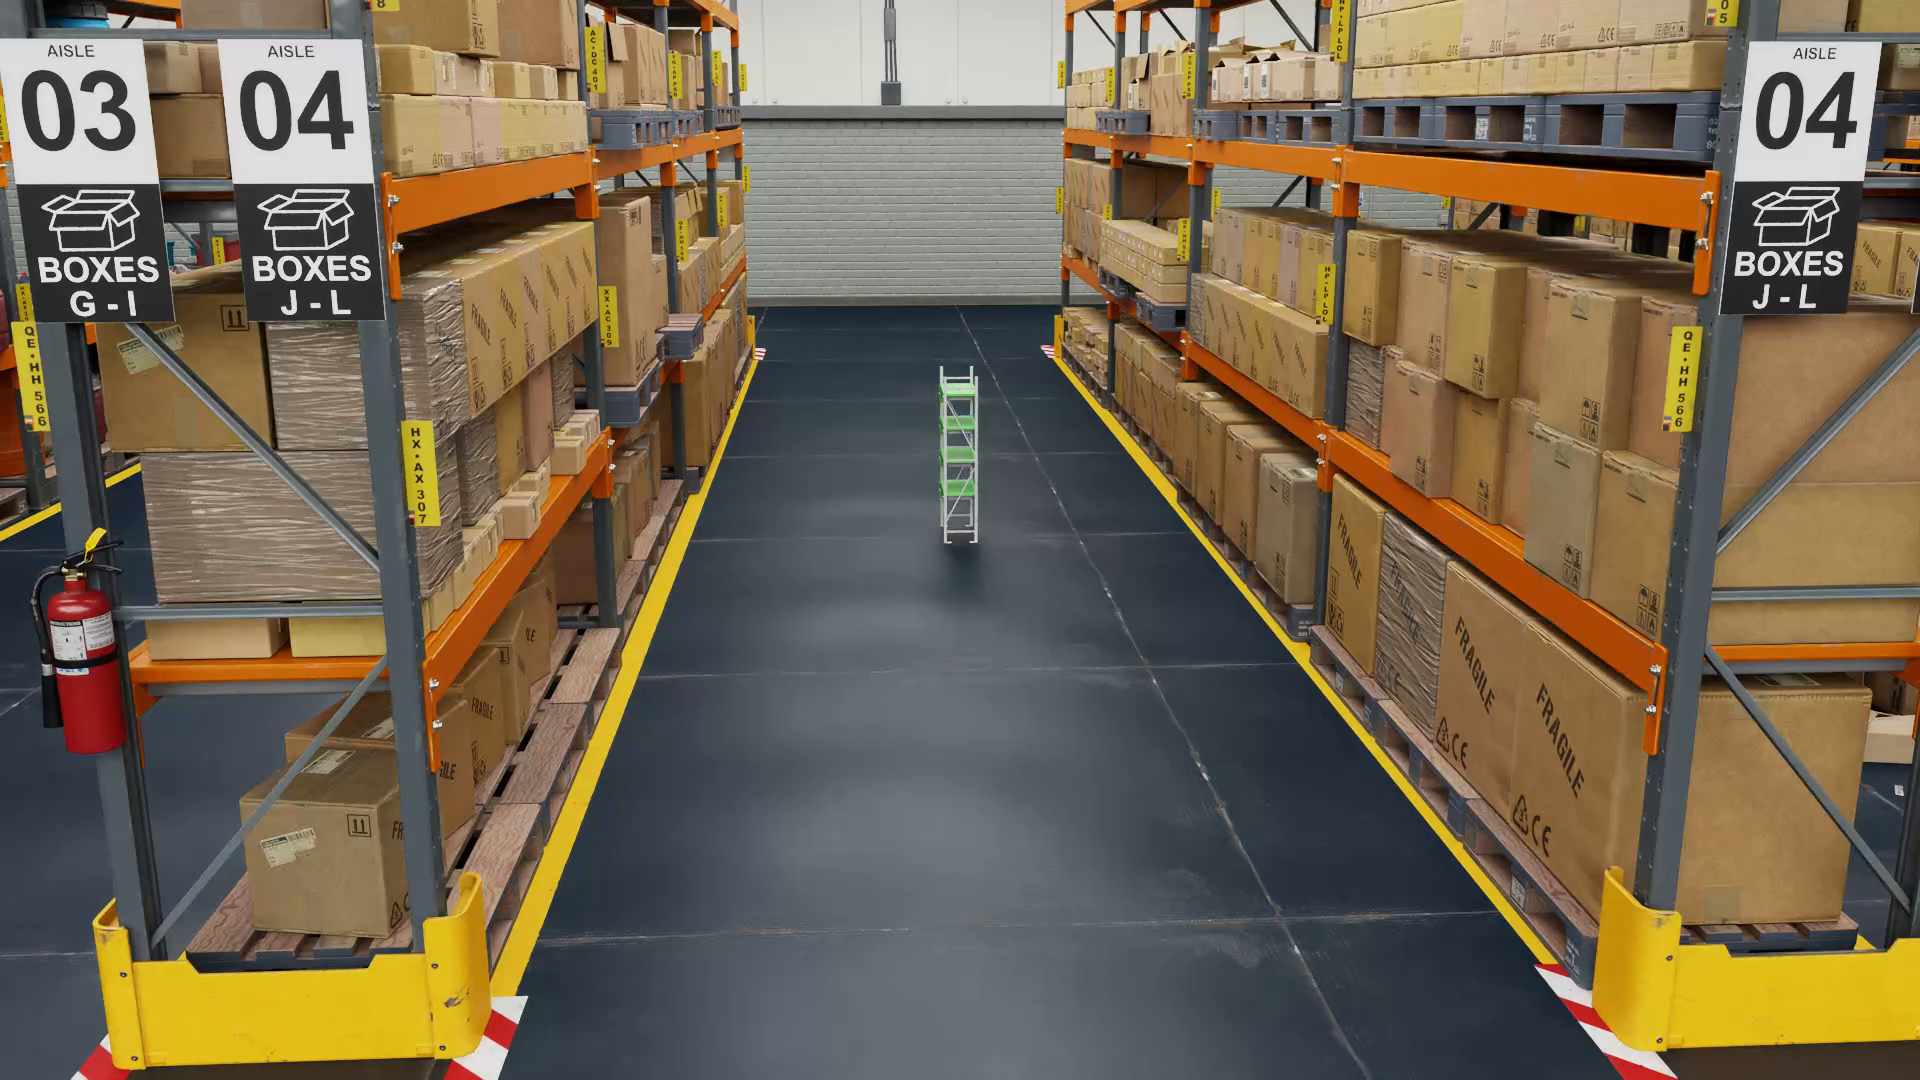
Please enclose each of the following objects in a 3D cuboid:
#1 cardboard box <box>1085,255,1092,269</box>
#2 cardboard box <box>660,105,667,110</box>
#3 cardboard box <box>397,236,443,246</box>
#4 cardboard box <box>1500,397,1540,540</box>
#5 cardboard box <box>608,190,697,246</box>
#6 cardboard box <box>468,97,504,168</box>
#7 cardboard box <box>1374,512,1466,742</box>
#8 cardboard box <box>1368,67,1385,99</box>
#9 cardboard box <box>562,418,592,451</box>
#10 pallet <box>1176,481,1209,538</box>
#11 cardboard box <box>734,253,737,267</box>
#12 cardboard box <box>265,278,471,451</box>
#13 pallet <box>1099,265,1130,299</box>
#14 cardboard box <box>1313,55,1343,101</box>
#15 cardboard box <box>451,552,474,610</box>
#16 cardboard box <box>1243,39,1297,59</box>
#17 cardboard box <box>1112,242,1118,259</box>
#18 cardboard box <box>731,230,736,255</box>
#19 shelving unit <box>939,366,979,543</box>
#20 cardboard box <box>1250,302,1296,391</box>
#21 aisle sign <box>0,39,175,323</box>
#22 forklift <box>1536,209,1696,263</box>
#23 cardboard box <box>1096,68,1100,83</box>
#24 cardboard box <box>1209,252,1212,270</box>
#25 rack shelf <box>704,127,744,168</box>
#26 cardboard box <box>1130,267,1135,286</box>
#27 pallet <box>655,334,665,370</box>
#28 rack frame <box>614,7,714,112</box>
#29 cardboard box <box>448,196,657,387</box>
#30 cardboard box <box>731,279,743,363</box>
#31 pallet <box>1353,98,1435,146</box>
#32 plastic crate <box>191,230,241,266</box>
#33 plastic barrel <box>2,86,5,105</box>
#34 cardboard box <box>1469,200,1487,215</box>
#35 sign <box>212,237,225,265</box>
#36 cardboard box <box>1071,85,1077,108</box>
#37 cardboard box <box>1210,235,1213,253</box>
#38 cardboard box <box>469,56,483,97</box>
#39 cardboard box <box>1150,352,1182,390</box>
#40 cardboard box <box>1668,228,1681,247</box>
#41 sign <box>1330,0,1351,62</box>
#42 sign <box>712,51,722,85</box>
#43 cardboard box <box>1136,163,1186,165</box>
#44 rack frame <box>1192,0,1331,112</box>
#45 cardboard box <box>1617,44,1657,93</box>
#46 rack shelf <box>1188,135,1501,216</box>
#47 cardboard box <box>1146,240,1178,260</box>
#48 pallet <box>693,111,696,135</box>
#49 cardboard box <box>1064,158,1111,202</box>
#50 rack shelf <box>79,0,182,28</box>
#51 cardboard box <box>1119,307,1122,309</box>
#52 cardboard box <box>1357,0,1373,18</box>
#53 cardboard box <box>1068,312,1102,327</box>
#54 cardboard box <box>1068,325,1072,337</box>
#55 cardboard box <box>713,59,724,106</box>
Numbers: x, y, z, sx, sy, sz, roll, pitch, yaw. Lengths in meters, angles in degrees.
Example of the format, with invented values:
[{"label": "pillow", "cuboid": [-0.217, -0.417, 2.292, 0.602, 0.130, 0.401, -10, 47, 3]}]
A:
[{"label": "cardboard box", "cuboid": [1.611, -3.143, 18.725, 0.380, 0.149, 0.250, -1, 14, -2]}, {"label": "cardboard box", "cuboid": [-2.403, -3.028, 12.058, 0.500, 0.250, 0.500, -1, 14, -3]}, {"label": "cardboard box", "cuboid": [-2.593, -1.080, 7.401, 0.500, 0.500, 0.500, -1, 14, -3]}, {"label": "cardboard box", "cuboid": [2.741, -0.267, 6.742, 0.875, 0.550, 0.550, -1, 14, -3]}, {"label": "cardboard box", "cuboid": [-2.847, -2.962, 15.306, 0.797, 0.503, 0.637, -1, 14, -3]}, {"label": "cardboard box", "cuboid": [-2.019, -1.529, 6.229, 0.500, 0.250, 0.500, -1, 14, -4]}, {"label": "cardboard box", "cuboid": [2.556, 0.388, 7.921, 0.875, 0.875, 0.875, -1, 14, -3]}, {"label": "cardboard box", "cuboid": [2.228, -2.242, 8.162, 0.380, 0.149, 0.250, -1, 14, -3]}, {"label": "cardboard box", "cuboid": [-2.117, -0.535, 8.591, 0.380, 0.149, 0.250, -1, 14, -3]}, {"label": "pallet", "cuboid": [2.253, -0.267, 12.639, 1.003, 0.211, 1.213, -1, 14, -3]}, {"label": "cardboard box", "cuboid": [-2.728, -3.167, 18.820, 0.380, 0.149, 0.250, -1, 14, -2]}, {"label": "cardboard box", "cuboid": [-1.944, -0.591, 5.499, 0.500, 0.500, 0.500, -1, 14, -3]}, {"label": "pallet", "cuboid": [1.933, -2.524, 16.201, 1.003, 0.211, 1.213, -1, 14, -3]}, {"label": "cardboard box", "cuboid": [2.323, -2.625, 9.445, 0.500, 0.250, 0.500, -1, 14, -3]}, {"label": "cardboard box", "cuboid": [-1.959, 0.149, 5.932, 0.380, 0.149, 0.250, -1, 14, -3]}, {"label": "cardboard box", "cuboid": [2.497, -3.919, 13.482, 0.396, 0.266, 0.258, -1, 14, -3]}, {"label": "cardboard box", "cuboid": [1.648, -2.737, 15.707, 0.380, 0.149, 0.250, -2, 15, -6]}, {"label": "cardboard box", "cuboid": [-2.779, -3.325, 18.635, 0.500, 0.250, 0.500, -1, 14, -3]}, {"label": "shelving unit", "cuboid": [-0.010, -0.622, 12.037, 0.258, 1.200, 0.503, -1, 14, -3]}, {"label": "cardboard box", "cuboid": [2.165, -1.245, 10.645, 0.500, 0.500, 0.500, -1, 14, -3]}, {"label": "aisle sign", "cuboid": [-2.478, -1.012, 4.724, 0.394, 0.787, 0.004, -1, 14, -3]}, {"label": "forklift", "cuboid": [4.696, -1.443, 11.753, 1.130, 2.935, 3.031, -1, 14, -3]}, {"label": "cardboard box", "cuboid": [1.666, -4.957, 17.751, 0.380, 0.149, 0.250, -1, 15, -6]}, {"label": "cardboard box", "cuboid": [2.380, -2.422, 14.484, 0.380, 0.149, 0.250, -1, 14, -3]}, {"label": "rack shelf", "cuboid": [-3.049, -4.359, 18.374, 1.077, 0.370, 4.000, -1, 14, -3]}, {"label": "cardboard box", "cuboid": [1.715, -2.331, 14.726, 0.380, 0.149, 0.250, 0, 14, -2]}, {"label": "pallet", "cuboid": [-2.514, -1.178, 10.971, 1.003, 0.211, 1.213, -1, 14, -3]}, {"label": "rack frame", "cuboid": [-2.925, -5.663, 15.977, 1.000, 3.000, 0.127, -1, 14, -3]}, {"label": "cardboard box", "cuboid": [-2.339, -1.462, 9.641, 1.000, 1.000, 1.000, -1, 14, -3]}, {"label": "cardboard box", "cuboid": [-2.997, -2.543, 19.310, 0.875, 0.875, 0.875, -1, 14, -3]}, {"label": "pallet", "cuboid": [2.567, -2.026, 8.038, 1.003, 0.211, 1.213, -1, 14, -3]}, {"label": "plastic crate", "cuboid": [-7.674, -2.967, 17.290, 0.402, 0.464, 0.583, -1, 14, -3]}, {"label": "plastic barrel", "cuboid": [-7.457, -3.534, 13.192, 0.294, 0.245, 0.294, 0, 14, 0]}, {"label": "cardboard box", "cuboid": [6.502, -4.186, 20.068, 0.500, 0.500, 0.500, -1, 14, -5]}, {"label": "sign", "cuboid": [-7.320, -2.823, 16.424, 0.100, 0.325, 0.005, -1, 14, -3]}, {"label": "cardboard box", "cuboid": [1.585, -5.183, 19.429, 0.500, 0.250, 0.500, -1, 14, -4]}, {"label": "cardboard box", "cuboid": [2.379, -2.563, 14.436, 0.380, 0.149, 0.250, 0, 14, -1]}, {"label": "cardboard box", "cuboid": [-2.015, -1.742, 6.260, 0.380, 0.149, 0.250, -2, 15, -6]}, {"label": "cardboard box", "cuboid": [1.933, -1.462, 14.357, 0.500, 0.250, 0.500, -1, 14, -3]}, {"label": "cardboard box", "cuboid": [6.832, -2.950, 15.265, 0.500, 0.500, 0.500, -1, 14, -4]}, {"label": "sign", "cuboid": [1.986, -2.664, 8.672, 0.100, 0.325, 0.005, -1, 14, -3]}, {"label": "sign", "cuboid": [-2.385, -4.624, 16.289, 0.100, 0.325, 0.005, -1, 14, -3]}, {"label": "cardboard box", "cuboid": [2.199, -3.856, 18.190, 0.500, 0.500, 0.500, -1, 14, -3]}, {"label": "rack frame", "cuboid": [2.279, -4.720, 12.311, 1.000, 3.000, 0.127, -1, 14, -3]}, {"label": "cardboard box", "cuboid": [2.401, -1.548, 5.463, 0.380, 0.149, 0.250, -1, 14, -3]}, {"label": "rack shelf", "cuboid": [2.403, -2.421, 10.841, 1.077, 0.370, 4.000, -1, 14, -3]}, {"label": "cardboard box", "cuboid": [1.761, -2.427, 13.905, 0.380, 0.149, 0.250, 0, 14, -2]}, {"label": "pallet", "cuboid": [-2.843, -3.561, 14.208, 1.003, 0.211, 1.213, 0, 14, -1]}, {"label": "cardboard box", "cuboid": [1.546, -4.365, 20.167, 0.500, 0.500, 0.500, -1, 14, -4]}, {"label": "rack shelf", "cuboid": [-7.745, -4.547, 13.886, 1.077, 0.370, 4.000, -1, 14, -3]}, {"label": "cardboard box", "cuboid": [2.069, -2.787, 20.523, 0.380, 0.149, 0.250, -1, 14, -3]}, {"label": "cardboard box", "cuboid": [2.210, -2.693, 8.313, 0.380, 0.149, 0.250, -1, 14, -3]}, {"label": "cardboard box", "cuboid": [1.502, -2.648, 19.982, 0.380, 0.149, 0.250, -1, 14, -4]}, {"label": "cardboard box", "cuboid": [1.520, -2.567, 20.267, 0.380, 0.149, 0.250, -1, 14, -4]}, {"label": "cardboard box", "cuboid": [-2.953, -4.970, 18.060, 0.700, 0.500, 0.500, 0, 14, -1]}]
